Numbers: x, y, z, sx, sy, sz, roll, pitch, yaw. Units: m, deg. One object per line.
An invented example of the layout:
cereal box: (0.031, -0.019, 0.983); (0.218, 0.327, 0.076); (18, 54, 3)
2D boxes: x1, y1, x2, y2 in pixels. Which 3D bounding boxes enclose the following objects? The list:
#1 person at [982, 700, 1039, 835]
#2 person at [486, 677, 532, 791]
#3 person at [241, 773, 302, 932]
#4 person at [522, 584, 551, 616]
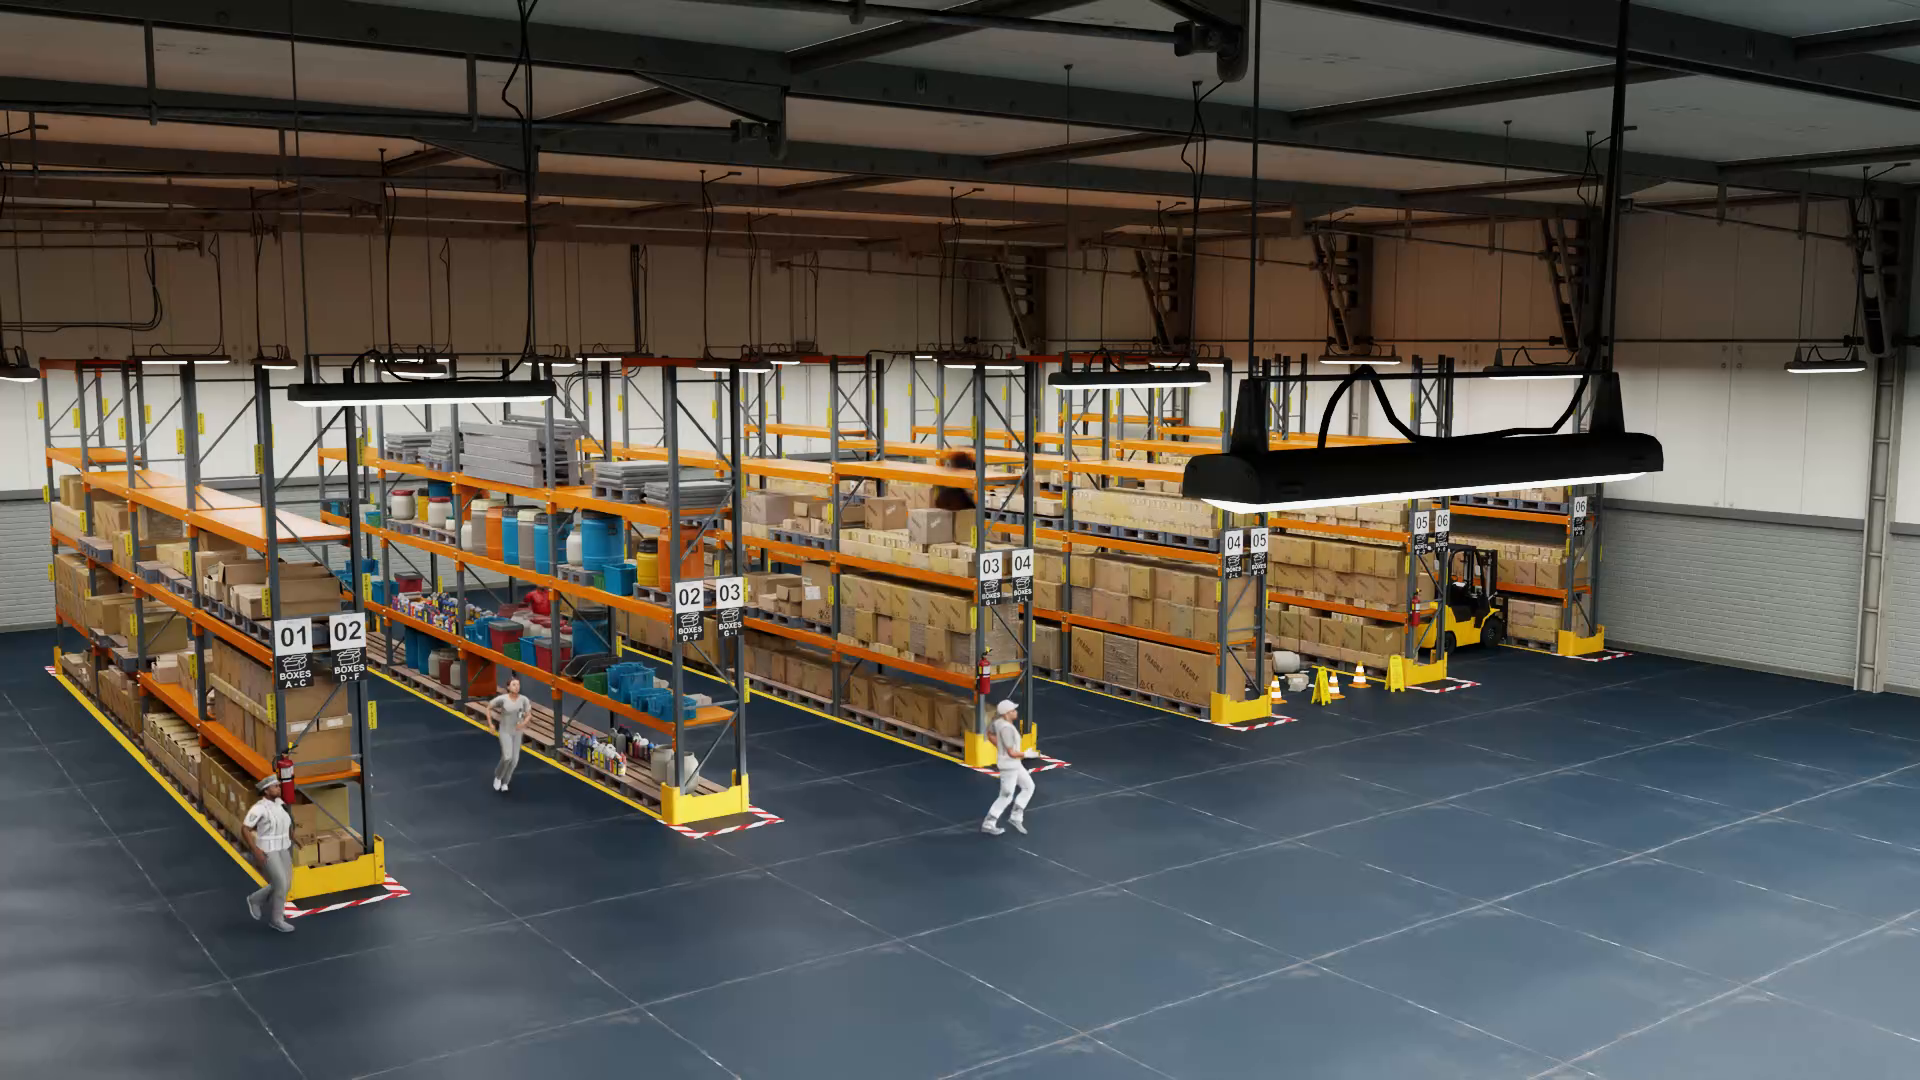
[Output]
person: (0.638, 2.912, 21.270); (0.724, 1.785, 0.654); (0, 7, -1)
person: (-6.284, 2.724, 23.333); (0.580, 1.616, 0.539); (-5, 8, -36)
person: (-7.446, 3.370, 18.016); (0.624, 1.669, 0.627); (2, 7, 16)
person: (-8.170, 1.593, 32.442); (0.666, 1.736, 0.825); (-7, 9, -43)
